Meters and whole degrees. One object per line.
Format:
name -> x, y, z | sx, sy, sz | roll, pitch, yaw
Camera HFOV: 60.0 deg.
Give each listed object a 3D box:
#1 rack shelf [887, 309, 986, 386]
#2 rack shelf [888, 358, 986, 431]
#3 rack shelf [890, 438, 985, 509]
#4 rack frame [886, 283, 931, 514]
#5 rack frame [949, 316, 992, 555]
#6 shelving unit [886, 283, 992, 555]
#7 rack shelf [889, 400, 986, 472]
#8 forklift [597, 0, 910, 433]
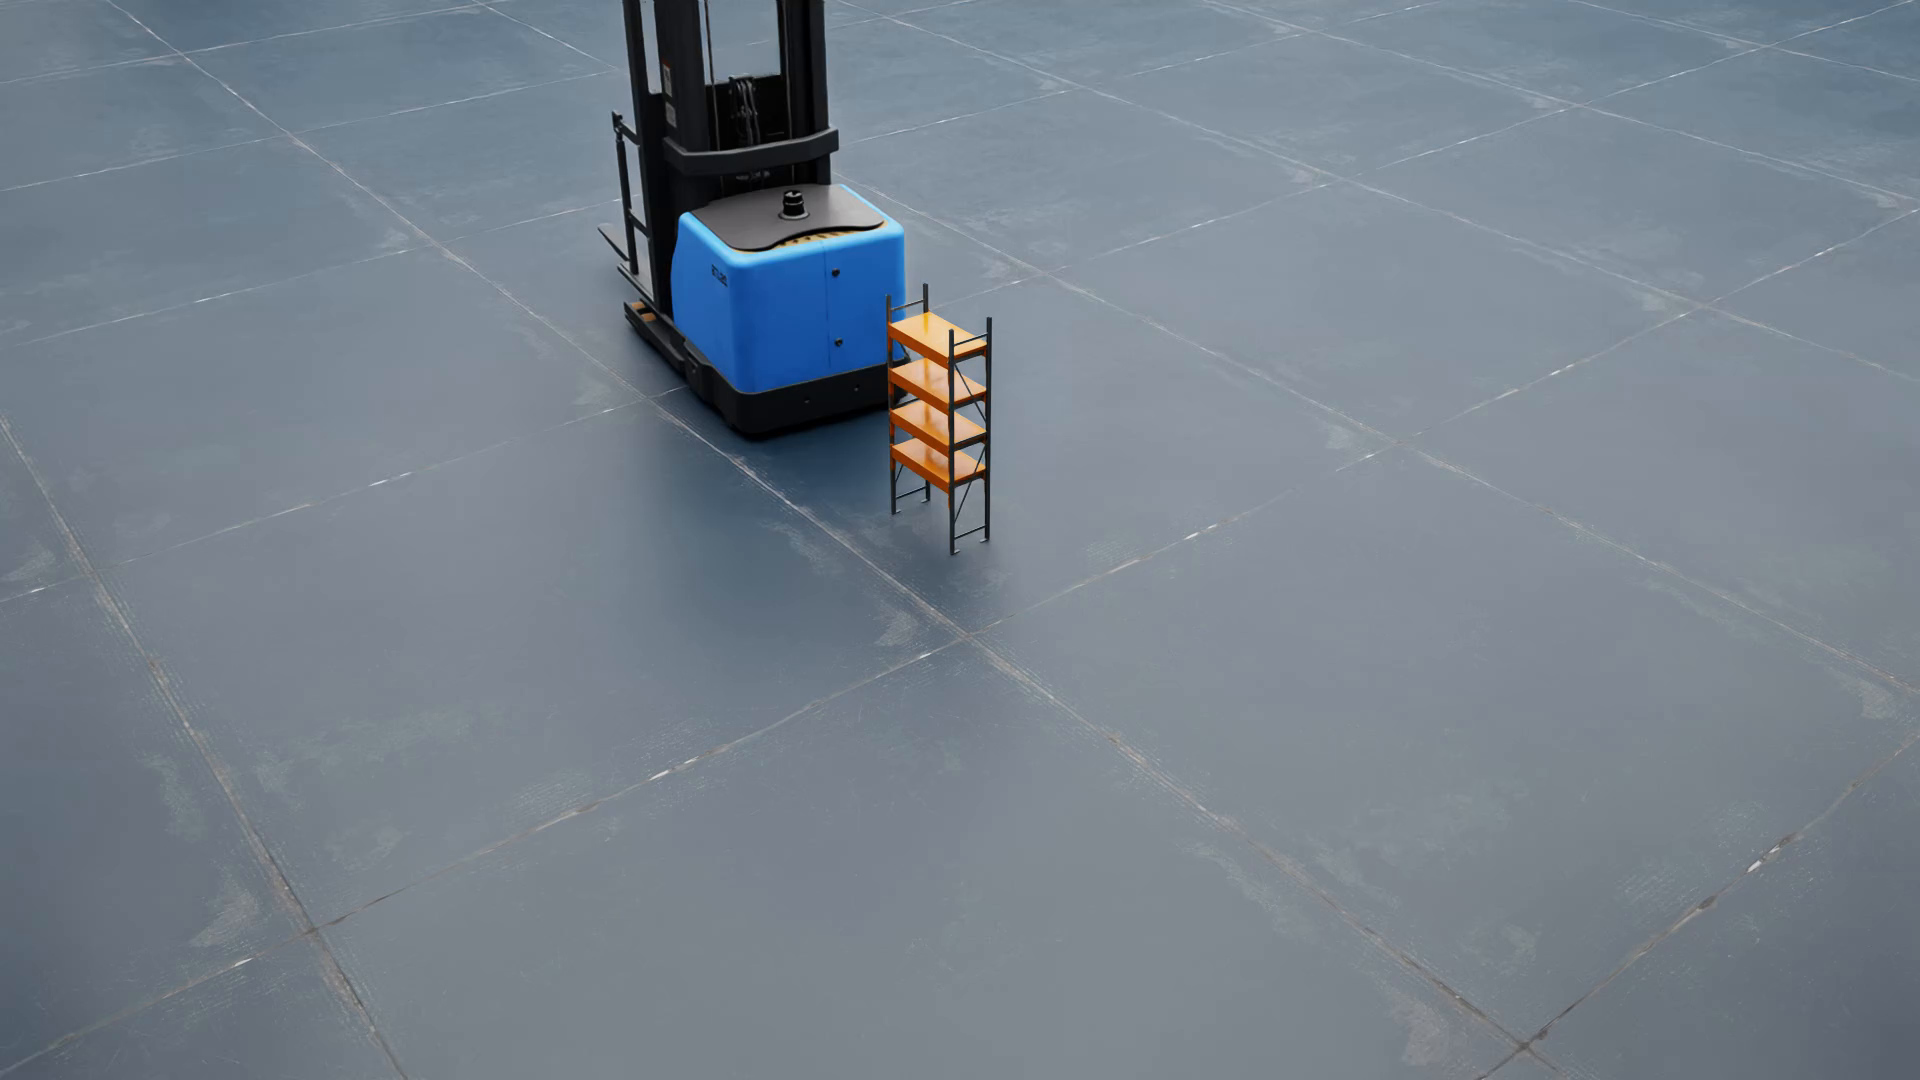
rack shelf -> -0.101, -0.913, 7.837 | 0.258, 0.148, 0.480 | -22, 38, -31
rack shelf -> -0.102, -0.712, 7.962 | 0.258, 0.148, 0.480 | -22, 38, -31
rack shelf -> -0.102, -0.353, 8.185 | 0.258, 0.148, 0.480 | -22, 38, -31
rack frame -> -0.251, -0.680, 8.208 | 0.240, 1.200, 0.015 | -22, 38, -31
rack frame -> 0.048, -0.477, 7.881 | 0.240, 1.200, 0.015 | -22, 38, -31
shelving unit -> -0.102, -0.579, 8.045 | 0.258, 1.200, 0.503 | -22, 38, -31
rack shelf -> -0.102, -0.522, 8.080 | 0.258, 0.148, 0.480 | -22, 38, -31
forklift -> -1.434, -2.578, 9.623 | 1.130, 2.935, 3.031 | -16, 35, -24
